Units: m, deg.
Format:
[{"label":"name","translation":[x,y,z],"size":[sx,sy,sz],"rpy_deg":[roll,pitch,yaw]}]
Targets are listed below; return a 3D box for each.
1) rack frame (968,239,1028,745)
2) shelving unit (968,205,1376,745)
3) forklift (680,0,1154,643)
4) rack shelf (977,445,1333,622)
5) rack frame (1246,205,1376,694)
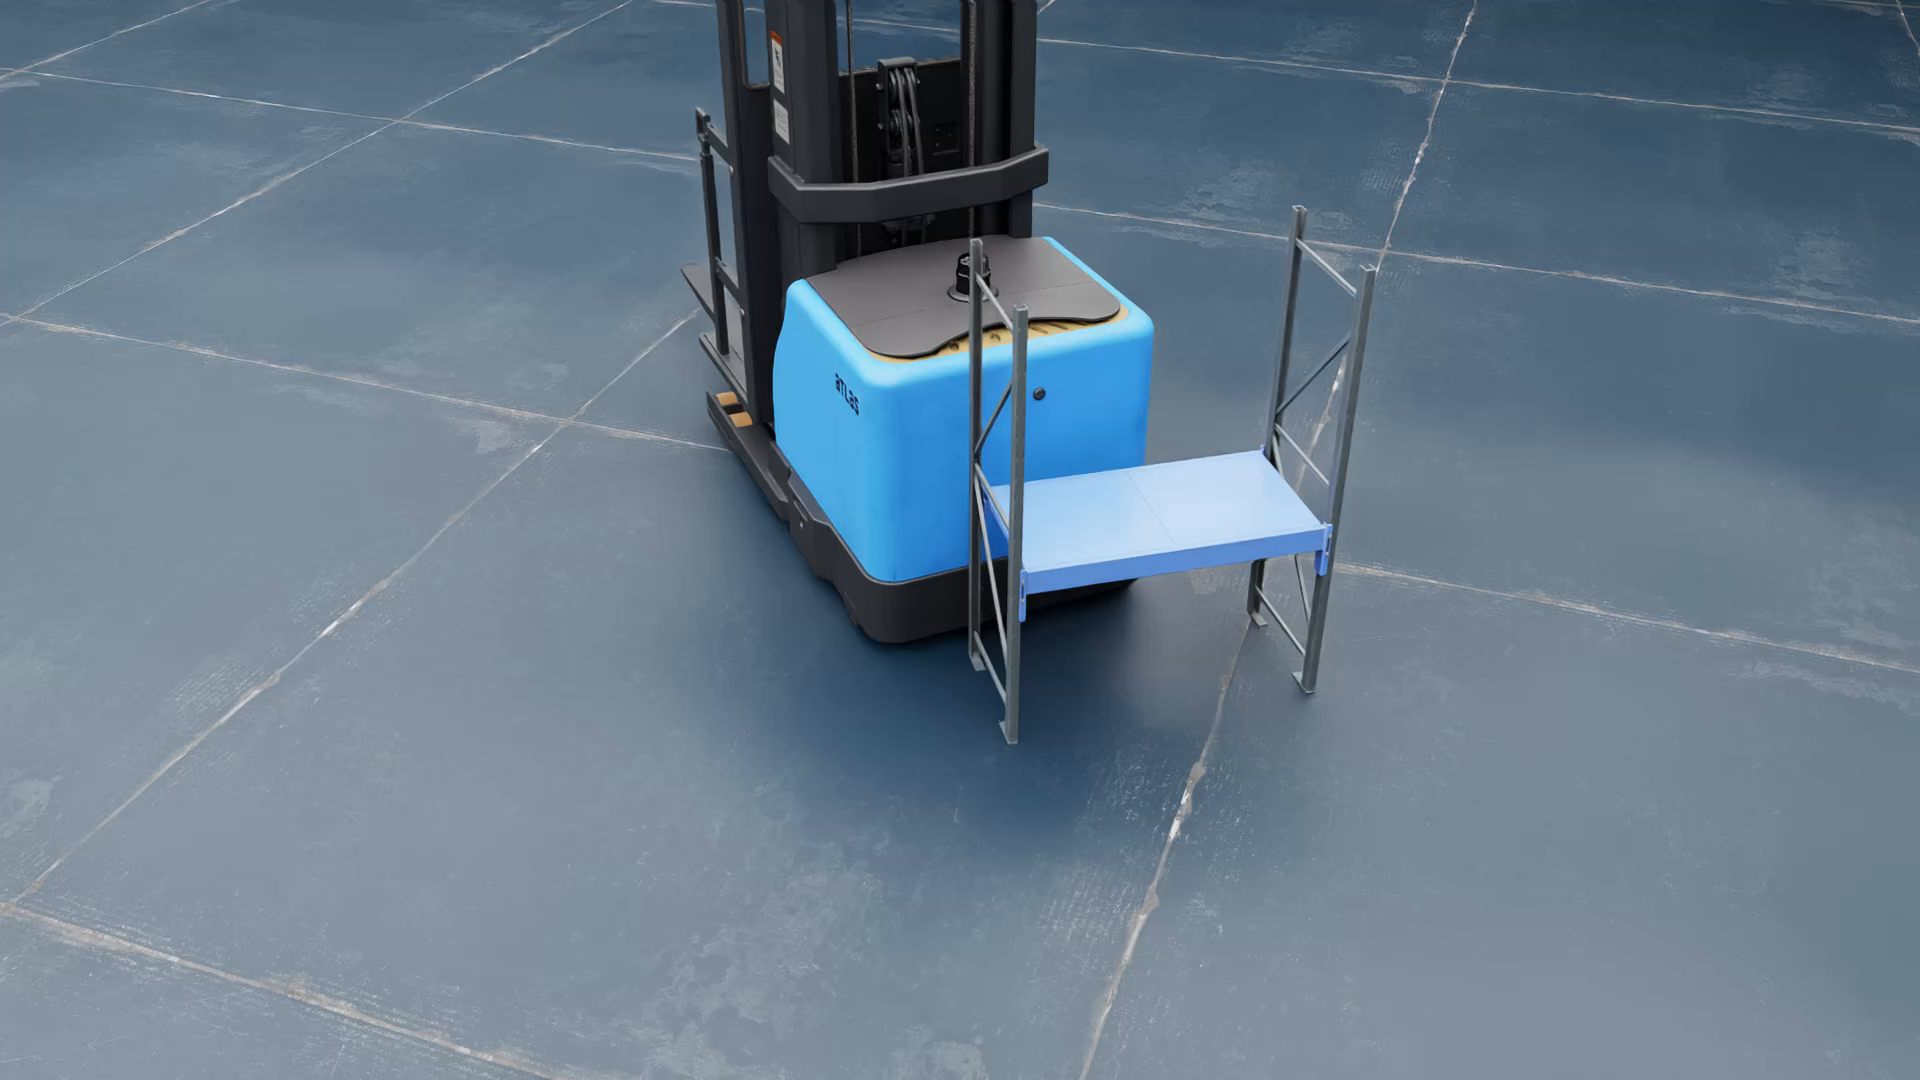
[{"label":"rack frame","translation":[0.105,-0.115,5.045],"size":[0.032,1.500,0.500],"rpy_deg":[-8,34,-12]},{"label":"shelving unit","translation":[0.597,-0.185,5.154],"size":[1.048,1.500,0.538],"rpy_deg":[-8,34,-12]},{"label":"forklift","translation":[-0.404,-1.671,6.136],"size":[1.130,2.935,3.031],"rpy_deg":[-13,35,-20]},{"label":"rack shelf","translation":[0.597,-0.034,5.252],"size":[1.000,0.185,0.538],"rpy_deg":[-8,34,-12]},{"label":"rack frame","translation":[1.088,-0.255,5.263],"size":[0.032,1.500,0.500],"rpy_deg":[-8,34,-12]}]
